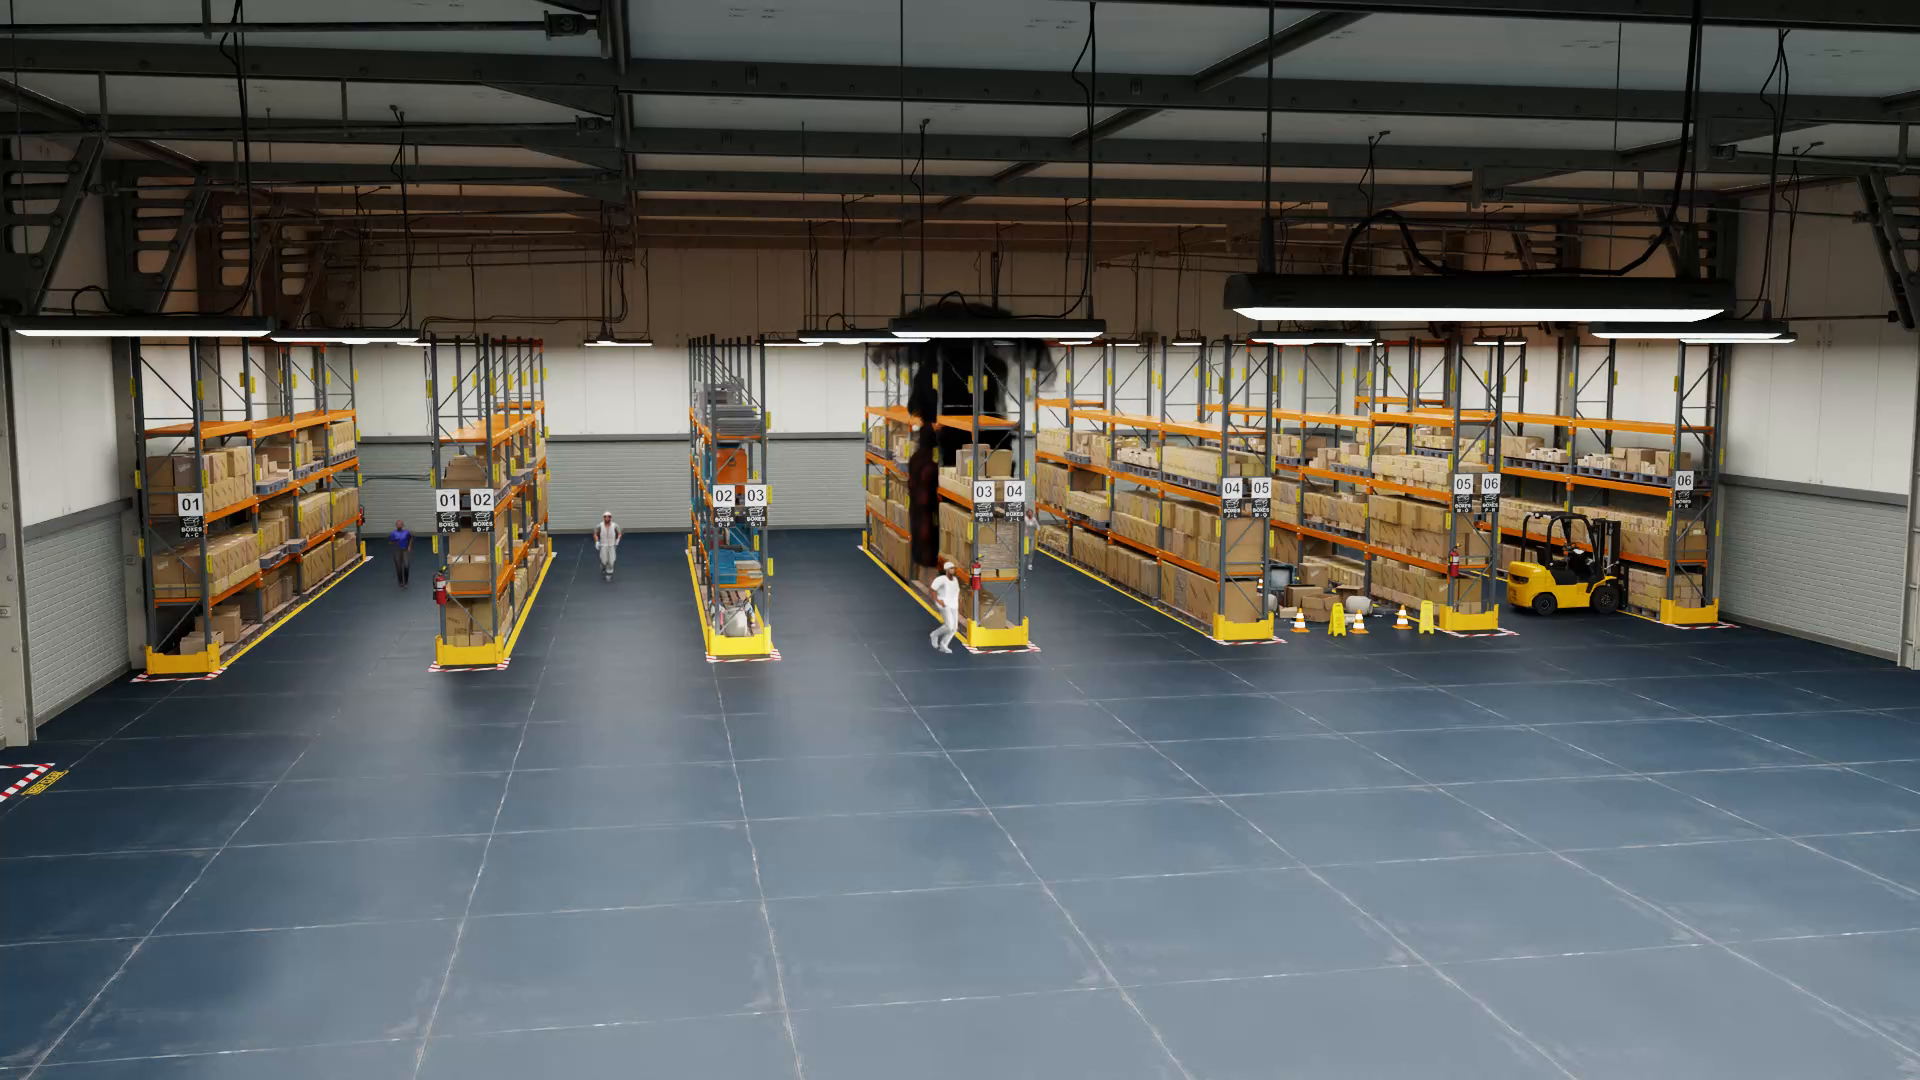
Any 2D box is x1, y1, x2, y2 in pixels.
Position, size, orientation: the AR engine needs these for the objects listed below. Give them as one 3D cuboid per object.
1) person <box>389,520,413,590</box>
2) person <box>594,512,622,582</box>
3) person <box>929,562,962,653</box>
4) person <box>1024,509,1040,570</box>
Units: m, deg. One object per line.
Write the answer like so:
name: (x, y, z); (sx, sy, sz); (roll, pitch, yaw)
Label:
person: (-13.362, 0.358, 39.794); (0.559, 1.684, 0.677); (-2, 7, -20)
person: (-8.632, 0.175, 40.853); (0.668, 1.749, 0.583); (-2, 7, -16)
person: (-0.237, 1.266, 31.534); (0.549, 1.717, 0.735); (6, 9, 42)
person: (1.824, -0.034, 43.584); (0.564, 1.580, 0.609); (-1, 7, -10)
